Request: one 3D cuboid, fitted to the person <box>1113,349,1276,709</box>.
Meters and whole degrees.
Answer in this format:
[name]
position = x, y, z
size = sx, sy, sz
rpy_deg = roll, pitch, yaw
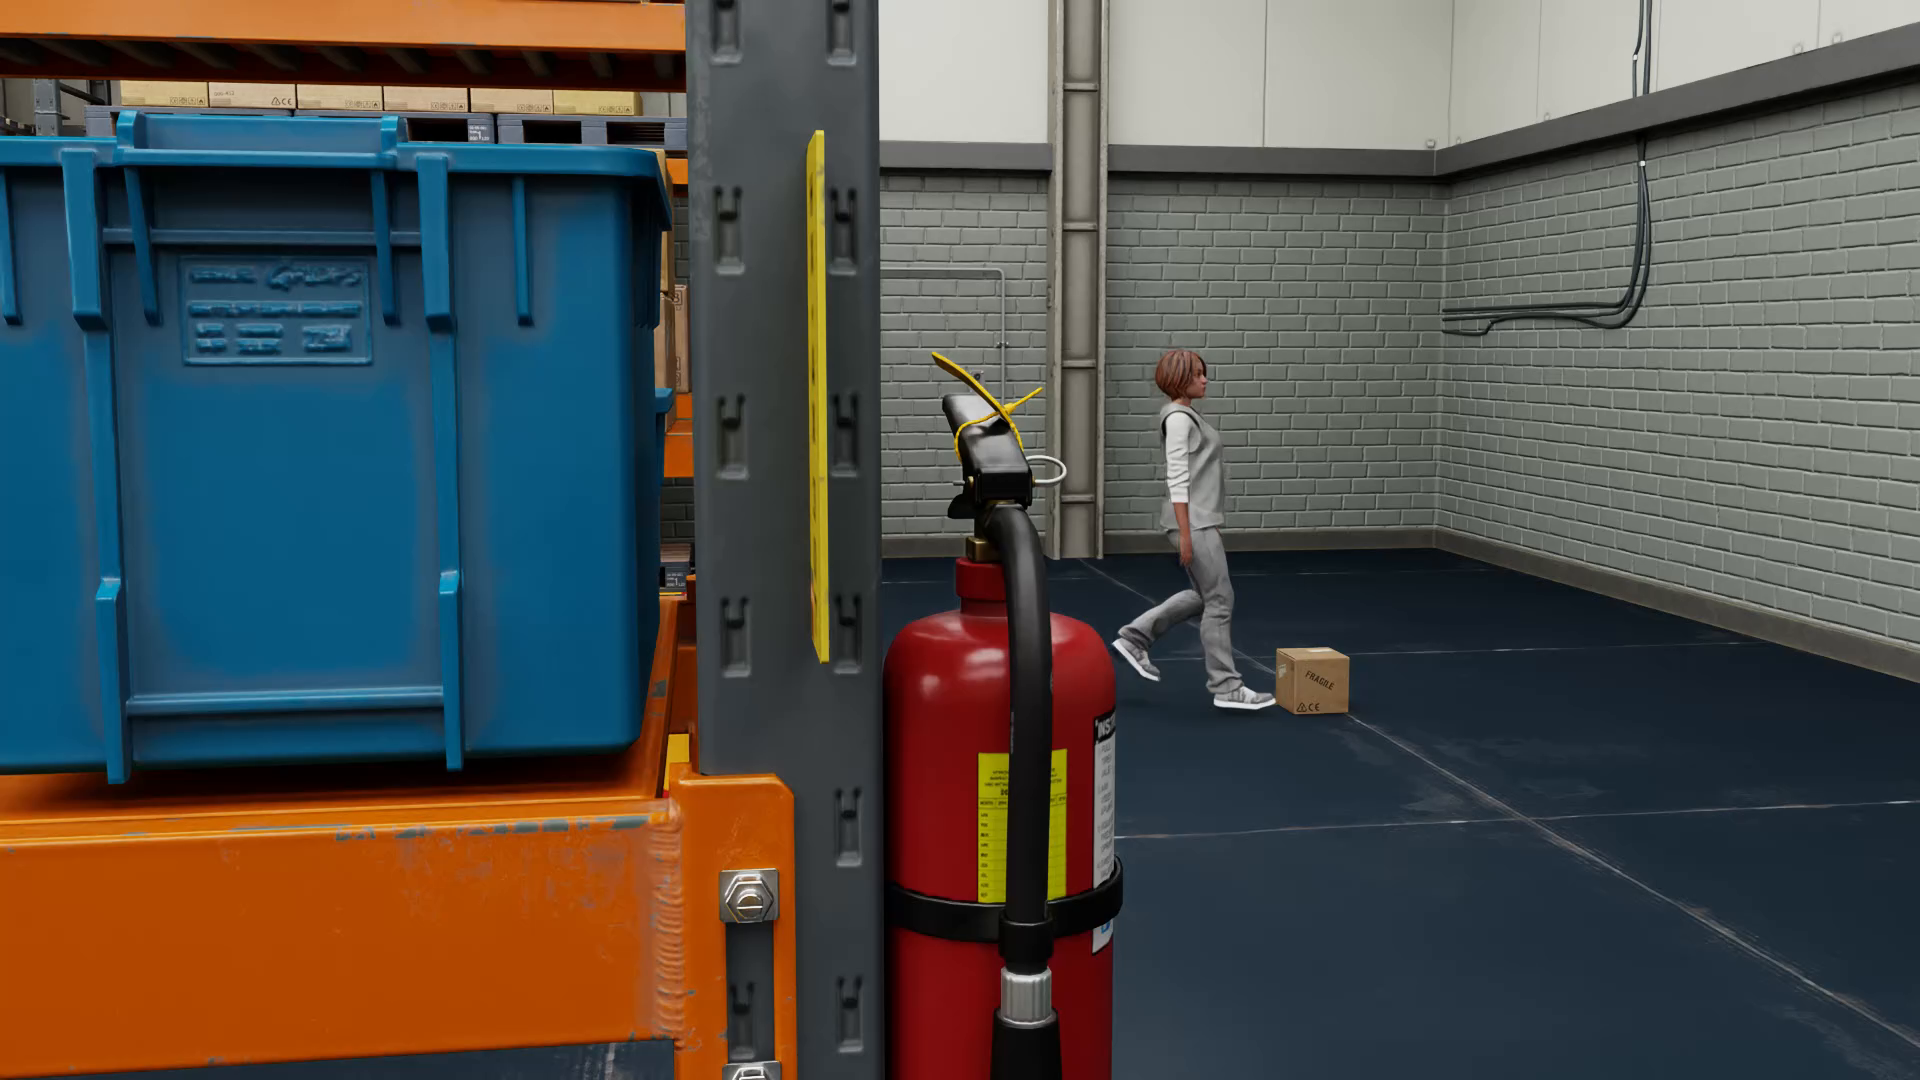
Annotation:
[person]
position = 1.041, -0.054, 7.359
size = 0.718, 1.577, 0.424
rpy_deg = 1, 7, 6
